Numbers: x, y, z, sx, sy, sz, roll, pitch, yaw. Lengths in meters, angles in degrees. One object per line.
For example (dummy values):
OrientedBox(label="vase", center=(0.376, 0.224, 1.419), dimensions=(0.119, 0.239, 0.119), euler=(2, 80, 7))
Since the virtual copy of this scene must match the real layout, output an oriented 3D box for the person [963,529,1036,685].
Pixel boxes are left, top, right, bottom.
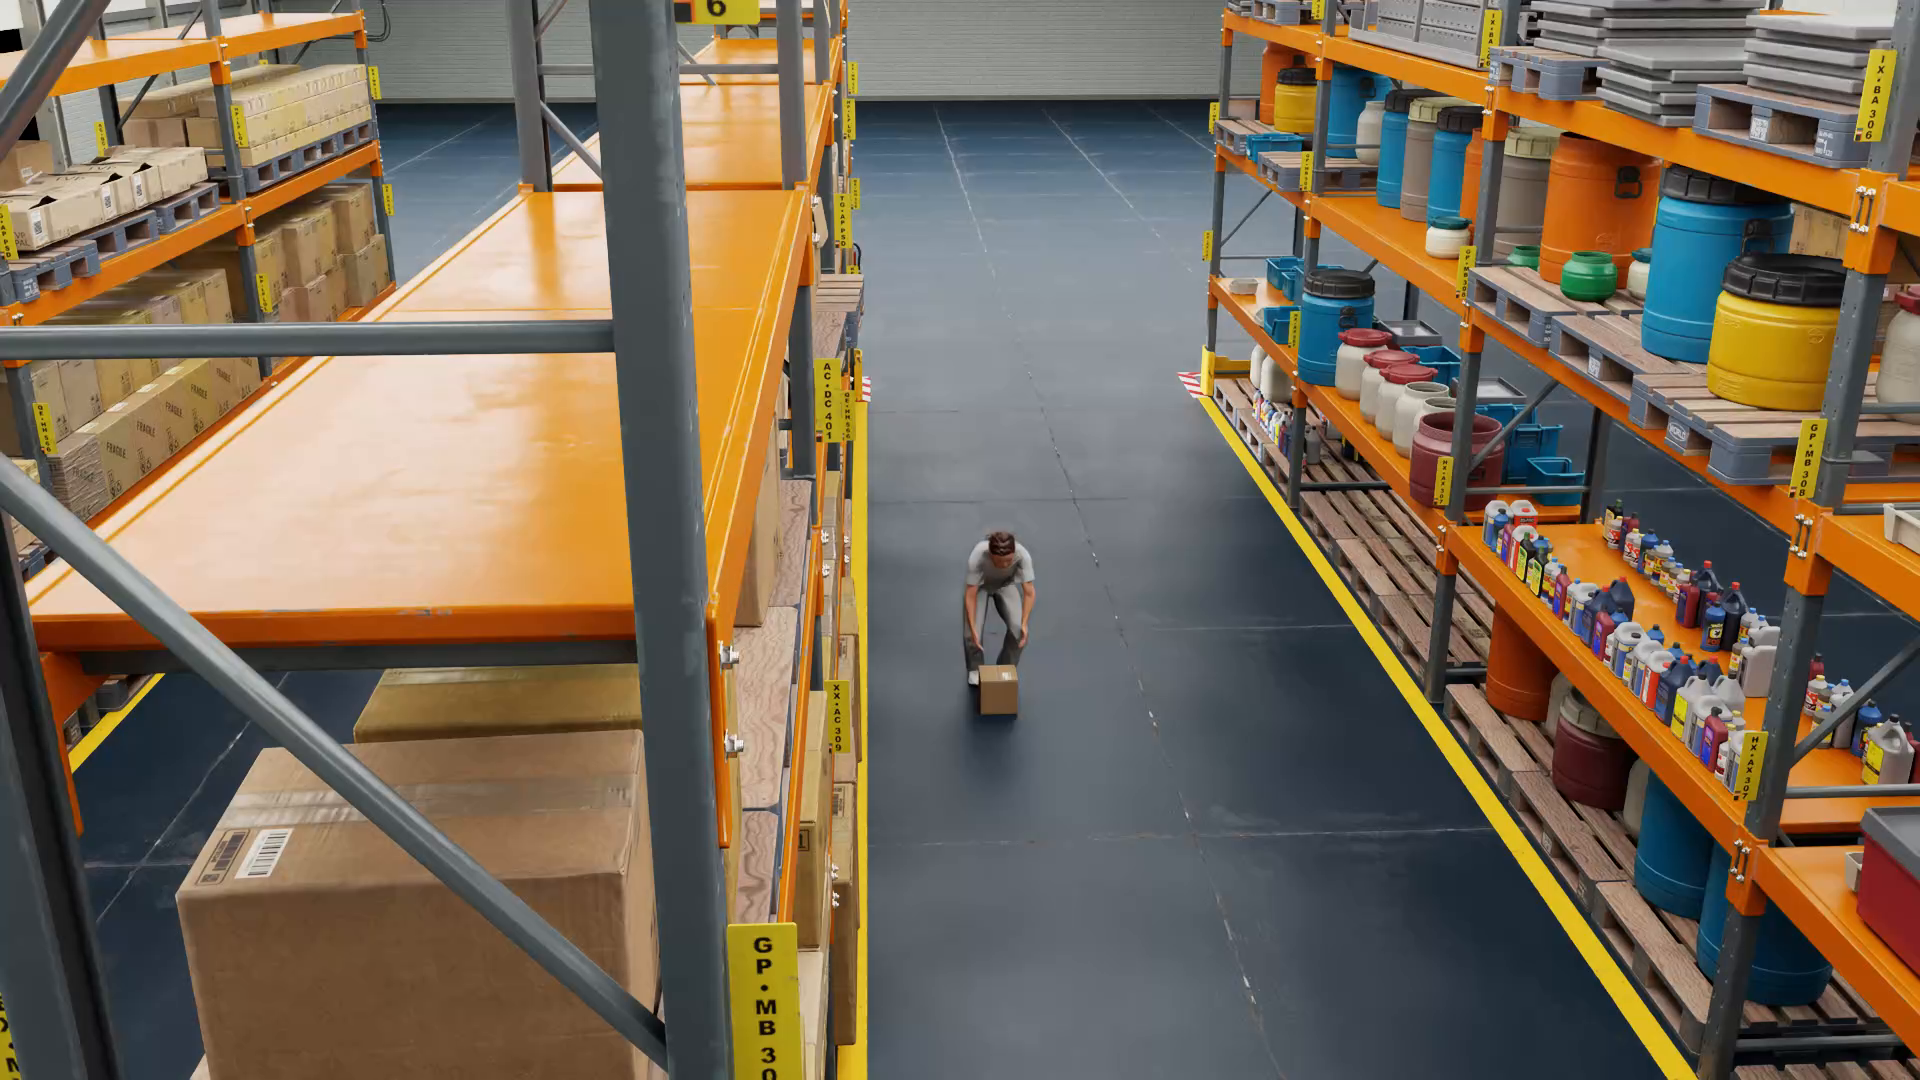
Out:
OrientedBox(label="person", center=(0.259, 0.424, 11.430), dimensions=(0.495, 1.216, 0.720), euler=(-1, 21, -3))
